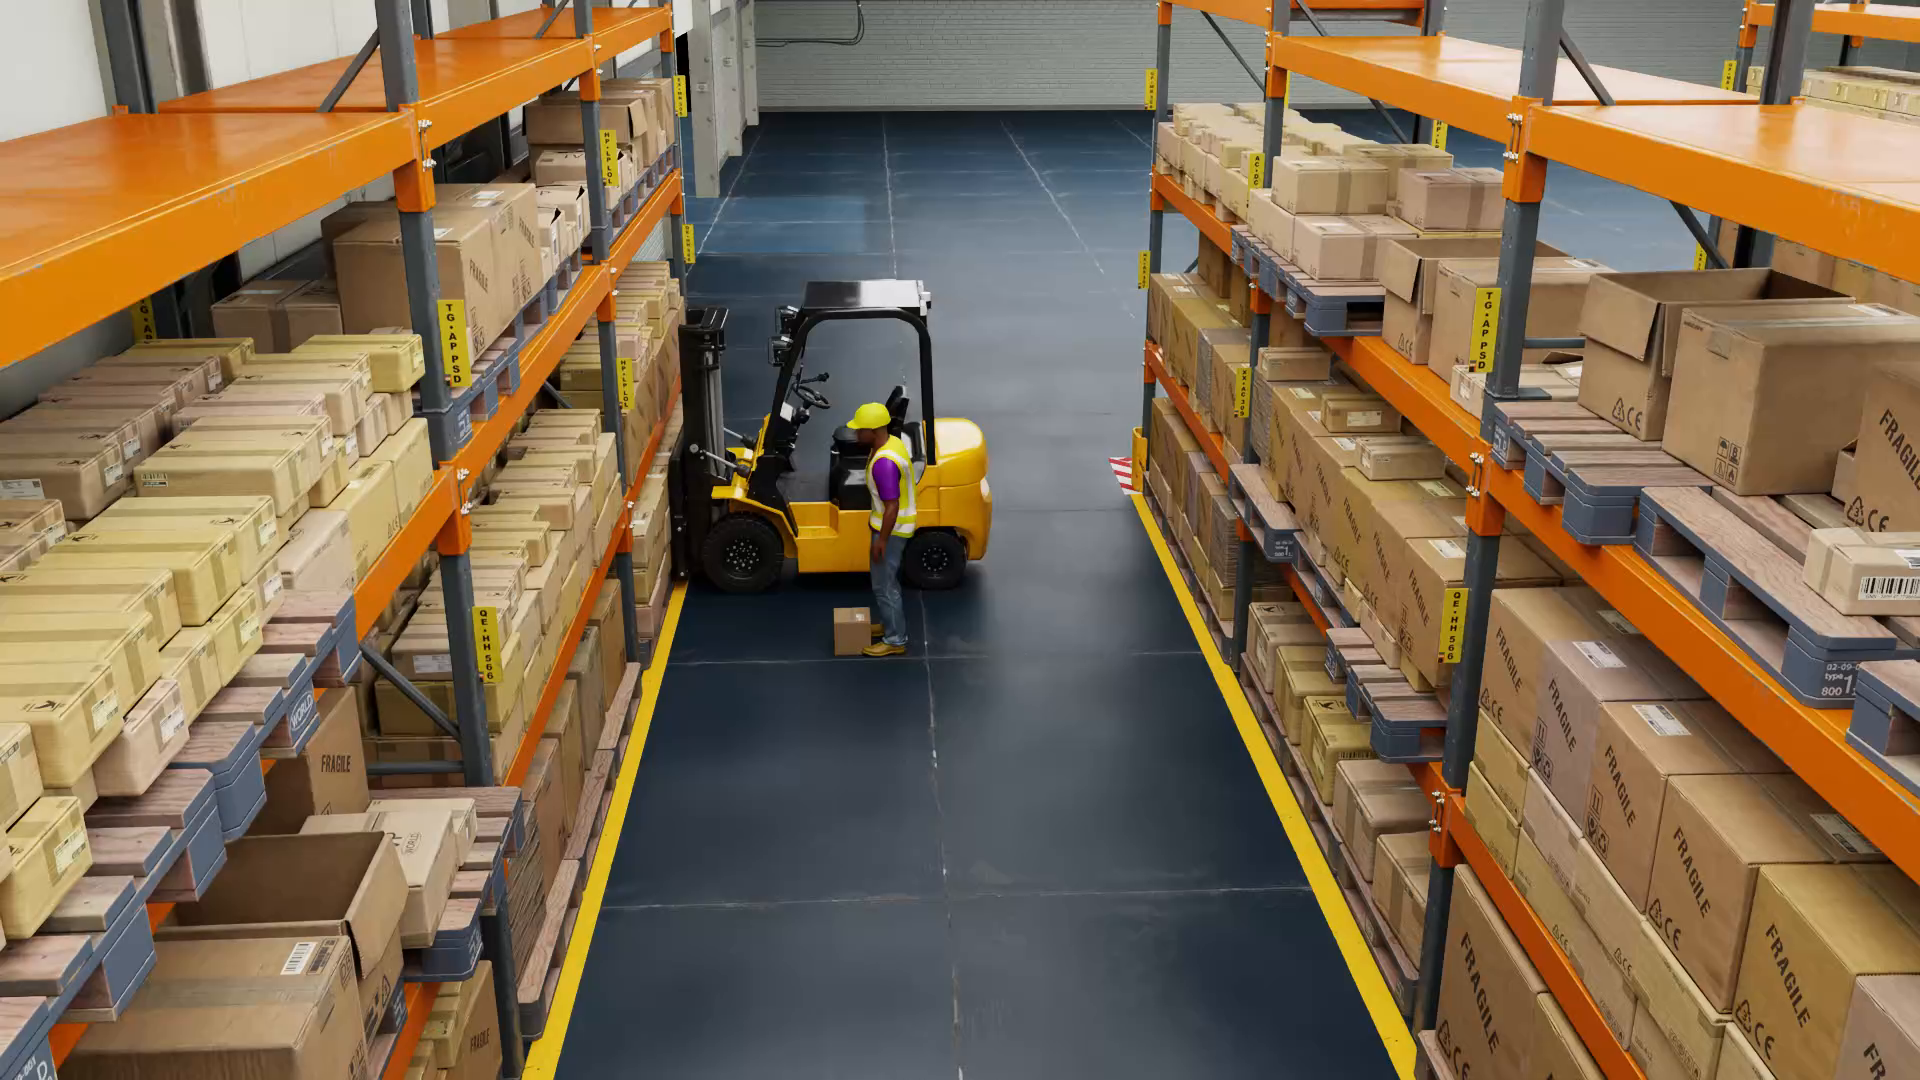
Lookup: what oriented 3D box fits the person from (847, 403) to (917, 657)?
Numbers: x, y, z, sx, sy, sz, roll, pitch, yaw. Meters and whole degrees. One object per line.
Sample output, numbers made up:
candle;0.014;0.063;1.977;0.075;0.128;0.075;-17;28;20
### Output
person;-0.520;-0.085;11.279;0.457;1.761;0.626;-1;20;-3
